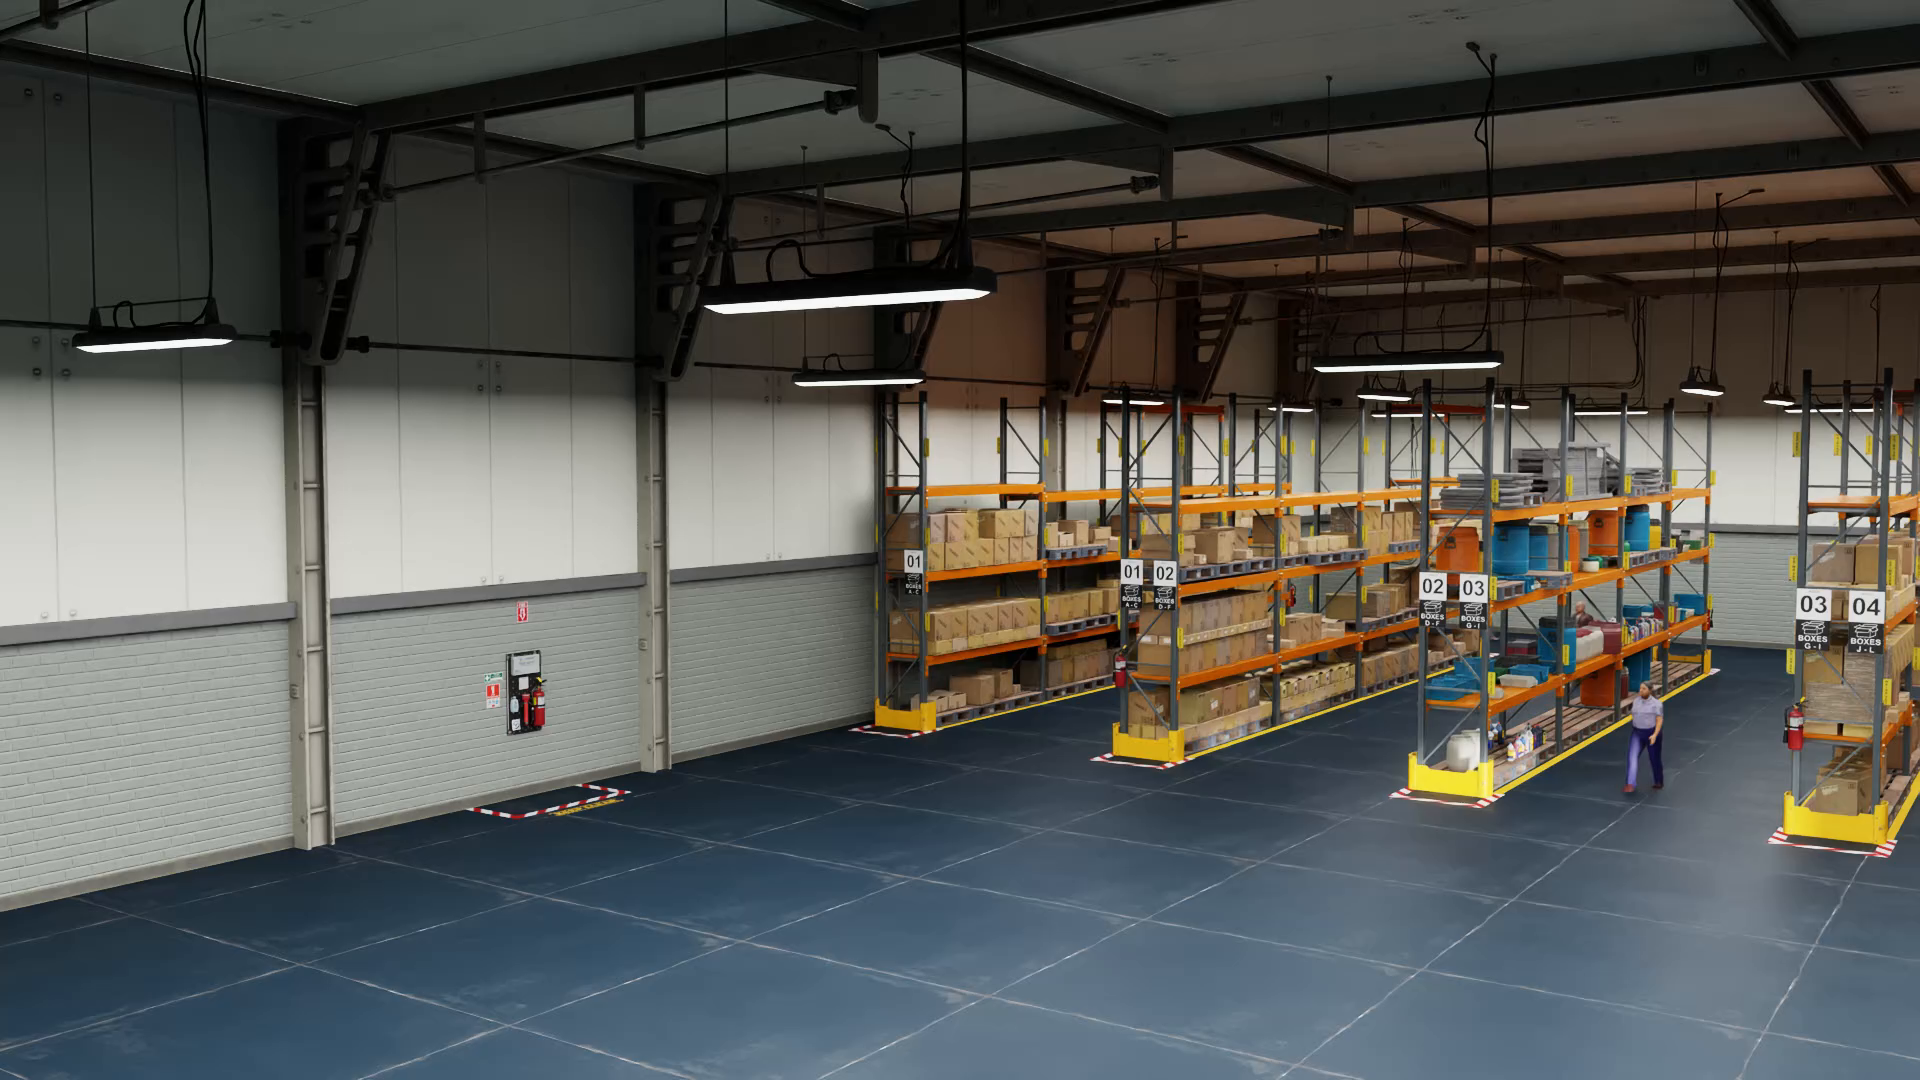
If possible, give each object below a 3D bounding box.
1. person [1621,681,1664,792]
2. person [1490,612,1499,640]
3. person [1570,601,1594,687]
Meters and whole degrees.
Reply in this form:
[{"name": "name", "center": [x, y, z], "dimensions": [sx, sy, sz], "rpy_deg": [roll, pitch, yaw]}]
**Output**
[{"name": "person", "center": [9.926, 2.842, 24.111], "dimensions": [0.949, 1.596, 0.501], "rpy_deg": [-3, 4, -44]}, {"name": "person", "center": [13.745, 1.811, 43.426], "dimensions": [0.416, 1.539, 0.955], "rpy_deg": [-1, 3, -20]}, {"name": "person", "center": [13.022, 2.174, 35.066], "dimensions": [0.961, 1.776, 0.624], "rpy_deg": [-2, 4, -26]}]
